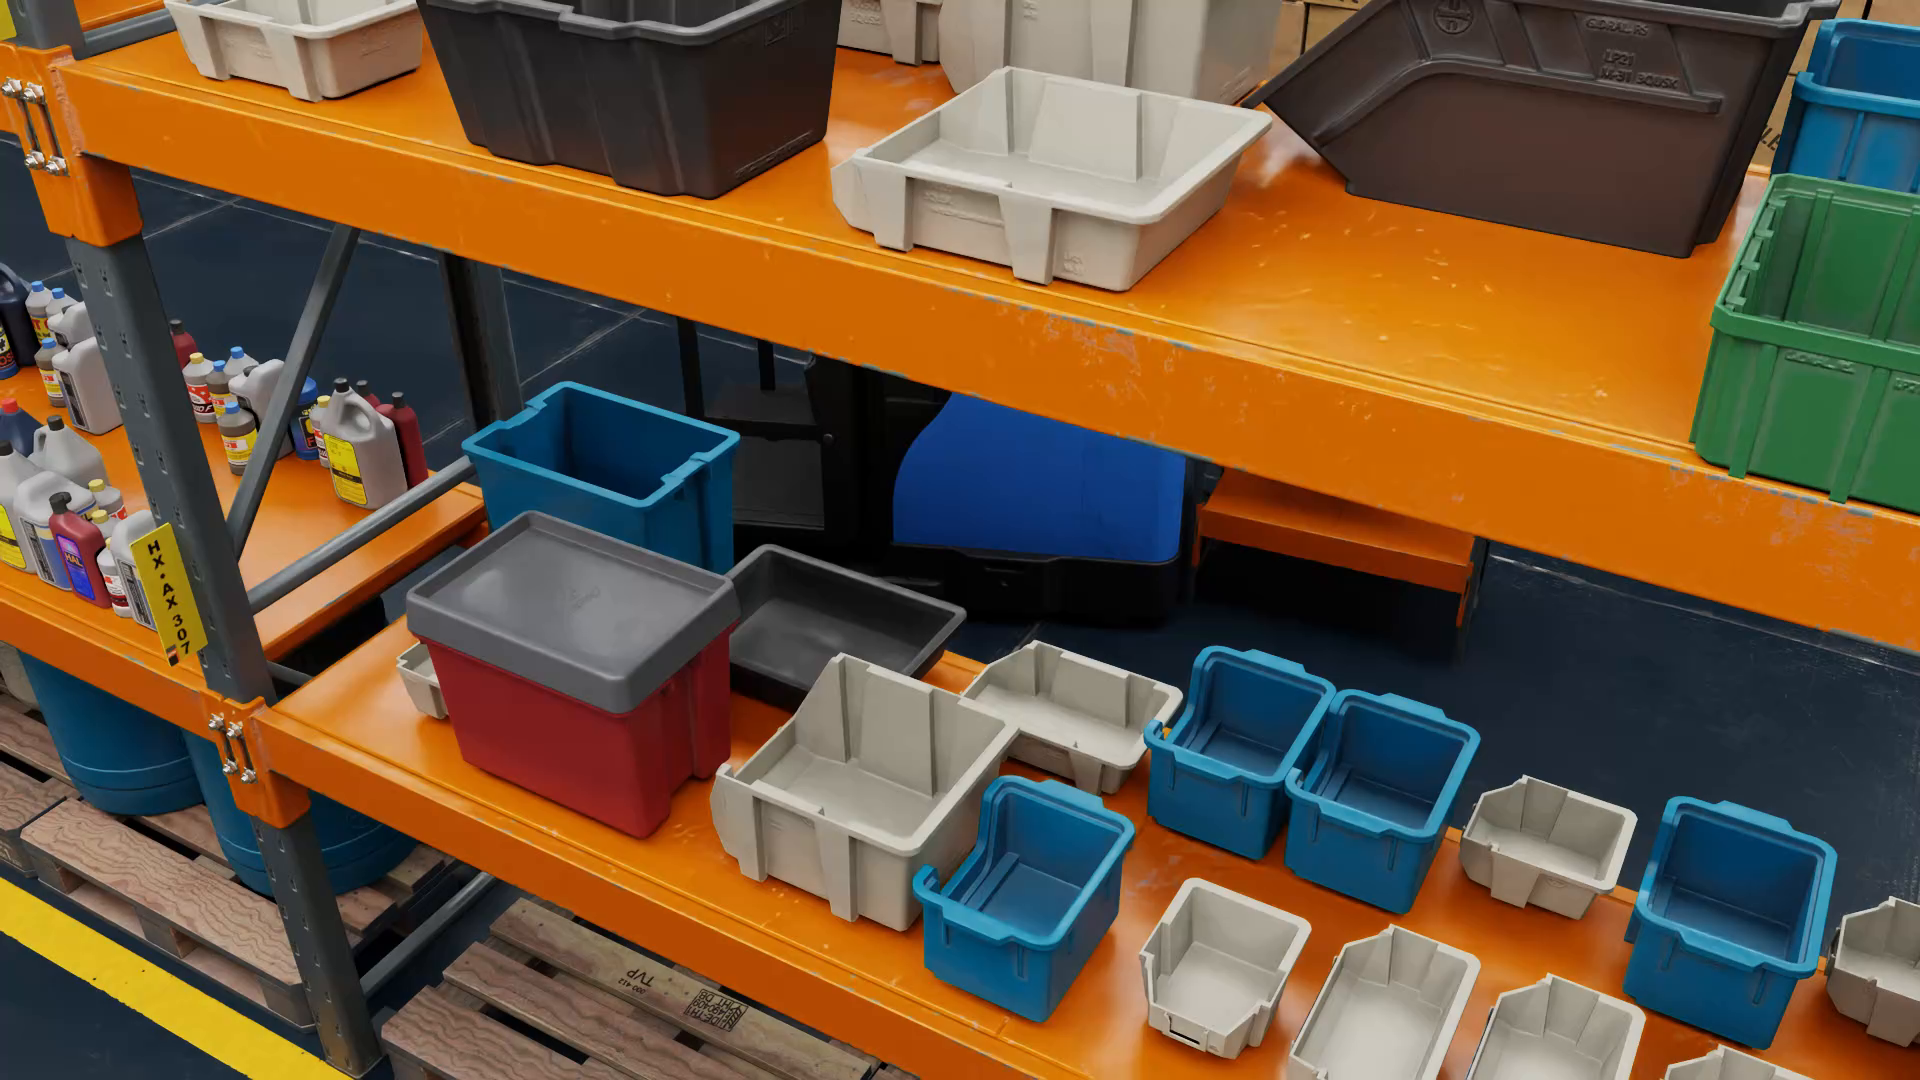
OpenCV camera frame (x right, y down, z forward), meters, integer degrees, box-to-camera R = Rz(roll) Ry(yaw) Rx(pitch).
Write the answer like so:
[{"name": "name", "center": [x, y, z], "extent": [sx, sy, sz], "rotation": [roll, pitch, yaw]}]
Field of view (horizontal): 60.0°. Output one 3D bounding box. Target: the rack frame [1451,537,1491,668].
[{"name": "rack frame", "center": [1.901, -0.134, 5.937], "extent": [0.032, 1.125, 0.500], "rotation": [13, 36, 19]}]

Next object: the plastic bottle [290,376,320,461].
[{"name": "plastic bottle", "center": [-1.858, -0.366, 4.710], "extent": [0.097, 0.271, 0.097], "rotation": [0, 34, 0]}]

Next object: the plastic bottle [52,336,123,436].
[{"name": "plastic bottle", "center": [-2.534, -0.468, 4.858], "extent": [0.135, 0.276, 0.152], "rotation": [18, 37, 24]}]

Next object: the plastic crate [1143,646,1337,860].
[{"name": "plastic crate", "center": [0.577, 0.446, 3.470], "extent": [0.300, 0.233, 0.416], "rotation": [18, 37, 24]}]

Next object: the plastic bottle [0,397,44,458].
[{"name": "plastic bottle", "center": [-2.491, -0.222, 4.422], "extent": [0.185, 0.351, 0.144], "rotation": [18, 37, 24]}]

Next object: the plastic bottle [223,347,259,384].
[{"name": "plastic bottle", "center": [-2.059, -0.430, 4.806], "extent": [0.097, 0.271, 0.097], "rotation": [0, 34, 0]}]

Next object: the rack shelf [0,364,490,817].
[{"name": "rack shelf", "center": [-3.178, -0.278, 5.110], "extent": [4.000, 0.370, 1.077], "rotation": [18, 37, 24]}]

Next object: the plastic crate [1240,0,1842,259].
[{"name": "plastic crate", "center": [0.841, -0.702, 2.448], "extent": [0.767, 0.338, 0.504], "rotation": [18, 37, 24]}]

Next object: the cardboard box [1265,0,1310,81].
[{"name": "cardboard box", "center": [1.327, -2.180, 7.228], "extent": [0.500, 0.500, 0.500], "rotation": [19, 38, 26]}]

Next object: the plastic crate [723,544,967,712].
[{"name": "plastic crate", "center": [-0.336, 0.241, 3.876], "extent": [0.590, 0.125, 0.437], "rotation": [18, 37, 24]}]

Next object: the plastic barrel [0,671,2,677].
[{"name": "plastic barrel", "center": [-3.501, 0.138, 5.633], "extent": [0.708, 0.588, 0.600], "rotation": [18, 37, 24]}]

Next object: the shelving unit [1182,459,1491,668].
[{"name": "shelving unit", "center": [1.433, -0.244, 6.101], "extent": [1.048, 1.125, 0.538], "rotation": [13, 36, 19]}]

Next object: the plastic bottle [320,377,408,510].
[{"name": "plastic bottle", "center": [-1.621, -0.271, 4.495], "extent": [0.185, 0.351, 0.144], "rotation": [18, 37, 24]}]

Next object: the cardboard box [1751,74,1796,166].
[{"name": "cardboard box", "center": [3.086, -1.625, 6.393], "extent": [0.500, 0.500, 0.500], "rotation": [18, 38, 25]}]

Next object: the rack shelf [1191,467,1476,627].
[{"name": "rack shelf", "center": [1.433, -0.040, 6.236], "extent": [1.000, 0.278, 0.538], "rotation": [13, 36, 19]}]

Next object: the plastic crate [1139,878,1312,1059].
[{"name": "plastic crate", "center": [0.469, 0.796, 3.032], "extent": [0.250, 0.136, 0.298], "rotation": [18, 37, 24]}]

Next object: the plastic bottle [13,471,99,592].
[{"name": "plastic bottle", "center": [-2.261, -0.029, 4.199], "extent": [0.135, 0.276, 0.152], "rotation": [18, 37, 24]}]

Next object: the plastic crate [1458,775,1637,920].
[{"name": "plastic crate", "center": [1.154, 0.617, 3.302], "extent": [0.298, 0.136, 0.250], "rotation": [18, 37, 24]}]

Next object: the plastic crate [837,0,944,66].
[{"name": "plastic crate", "center": [-0.148, -0.999, 3.076], "extent": [0.466, 0.136, 0.293], "rotation": [18, 37, 24]}]

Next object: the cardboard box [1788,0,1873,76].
[{"name": "cardboard box", "center": [3.078, -2.037, 6.110], "extent": [0.500, 0.500, 0.500], "rotation": [19, 38, 26]}]

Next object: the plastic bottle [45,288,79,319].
[{"name": "plastic bottle", "center": [-2.747, -0.648, 5.133], "extent": [0.097, 0.271, 0.097], "rotation": [0, 34, 0]}]

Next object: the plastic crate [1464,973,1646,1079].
[{"name": "plastic crate", "center": [0.989, 0.934, 2.825], "extent": [0.243, 0.136, 0.396], "rotation": [18, 37, 24]}]

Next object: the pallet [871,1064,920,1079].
[{"name": "pallet", "center": [0.280, 1.652, 4.079], "extent": [1.213, 0.211, 1.003], "rotation": [18, 37, 24]}]

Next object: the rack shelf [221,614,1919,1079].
[{"name": "rack shelf", "center": [0.295, 0.822, 3.458], "extent": [4.000, 0.370, 1.077], "rotation": [18, 37, 24]}]

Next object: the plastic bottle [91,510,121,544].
[{"name": "plastic bottle", "center": [-2.144, 0.018, 4.196], "extent": [0.097, 0.201, 0.097], "rotation": [0, 34, 0]}]

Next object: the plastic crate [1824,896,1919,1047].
[{"name": "plastic crate", "center": [1.743, 0.803, 3.021], "extent": [0.298, 0.136, 0.250], "rotation": [18, 37, 24]}]

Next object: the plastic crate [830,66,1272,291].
[{"name": "plastic crate", "center": [0.114, -0.515, 2.349], "extent": [0.530, 0.136, 0.437], "rotation": [18, 37, 24]}]

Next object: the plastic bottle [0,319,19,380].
[{"name": "plastic bottle", "center": [-2.987, -0.632, 5.109], "extent": [0.097, 0.271, 0.097], "rotation": [0, 34, 0]}]

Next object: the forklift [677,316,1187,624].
[{"name": "forklift", "center": [-0.623, -1.270, 6.013], "extent": [3.031, 2.935, 1.130], "rotation": [5, 34, 7]}]

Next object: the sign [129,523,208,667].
[{"name": "sign", "center": [-1.716, 0.122, 3.611], "extent": [0.005, 0.325, 0.100], "rotation": [18, 37, 24]}]

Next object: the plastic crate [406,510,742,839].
[{"name": "plastic crate", "center": [-0.791, 0.287, 3.500], "extent": [0.583, 0.464, 0.402], "rotation": [18, 37, 24]}]

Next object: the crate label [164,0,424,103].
[{"name": "crate label", "center": [-1.160, -0.893, 2.916], "extent": [0.466, 0.136, 0.293], "rotation": [18, 37, 24]}]

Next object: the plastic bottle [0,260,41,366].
[{"name": "plastic bottle", "center": [-2.965, -0.735, 5.192], "extent": [0.185, 0.351, 0.144], "rotation": [18, 37, 24]}]

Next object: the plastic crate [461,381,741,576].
[{"name": "plastic crate", "center": [-0.867, -0.081, 4.126], "extent": [0.575, 0.384, 0.392], "rotation": [18, 37, 24]}]

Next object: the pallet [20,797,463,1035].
[{"name": "pallet", "center": [-2.091, 0.901, 5.206], "extent": [1.213, 0.211, 1.003], "rotation": [18, 37, 24]}]

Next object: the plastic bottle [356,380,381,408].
[{"name": "plastic bottle", "center": [-1.664, -0.322, 4.632], "extent": [0.133, 0.283, 0.061], "rotation": [18, 37, 24]}]

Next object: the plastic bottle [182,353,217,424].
[{"name": "plastic bottle", "center": [-2.228, -0.455, 4.906], "extent": [0.097, 0.201, 0.097], "rotation": [0, 34, 0]}]

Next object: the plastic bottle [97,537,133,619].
[{"name": "plastic bottle", "center": [-2.058, 0.084, 4.097], "extent": [0.097, 0.201, 0.097], "rotation": [0, 34, 0]}]

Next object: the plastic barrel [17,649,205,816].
[{"name": "plastic barrel", "center": [-2.520, 0.319, 5.079], "extent": [0.708, 0.901, 0.600], "rotation": [18, 37, 24]}]
